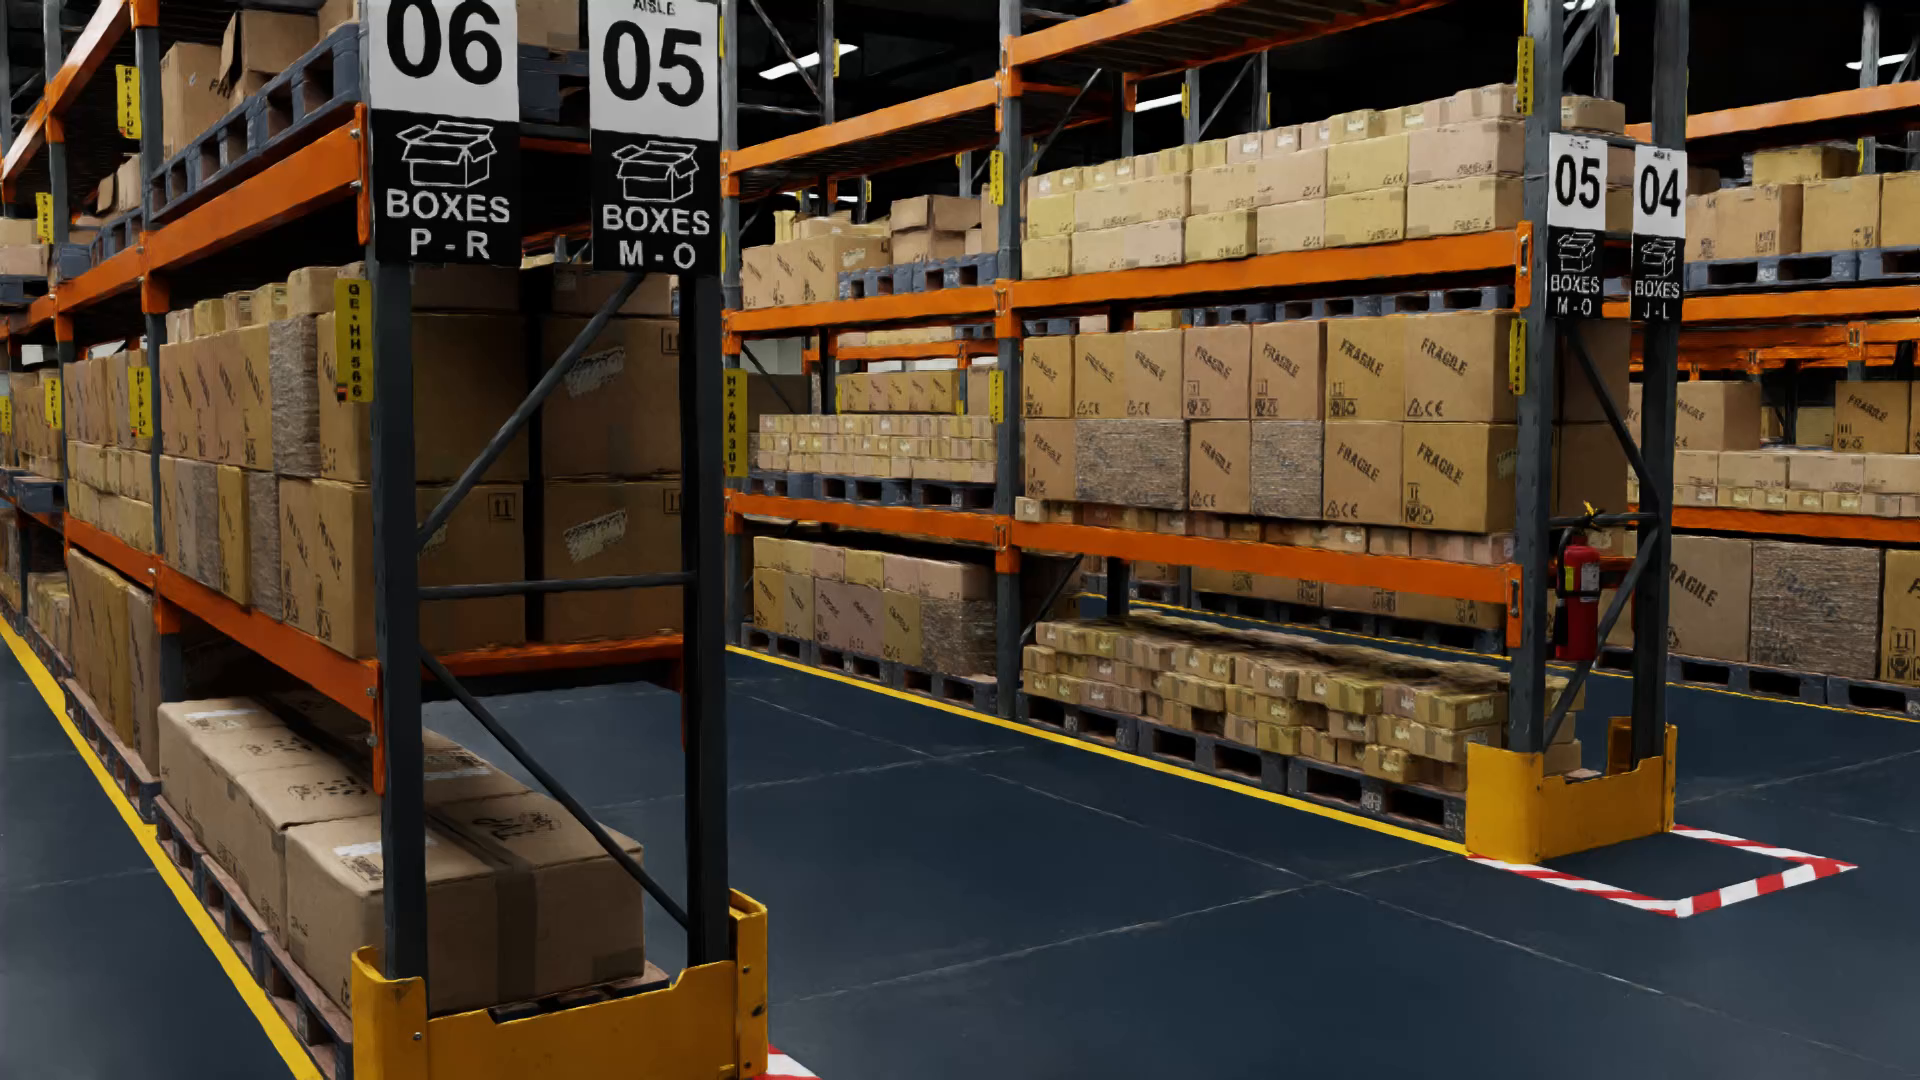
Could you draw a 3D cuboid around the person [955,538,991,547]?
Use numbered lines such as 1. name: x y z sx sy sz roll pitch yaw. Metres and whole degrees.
1. person: 0.129 -0.073 15.175 0.434 1.753 0.700 -3 6 -33
